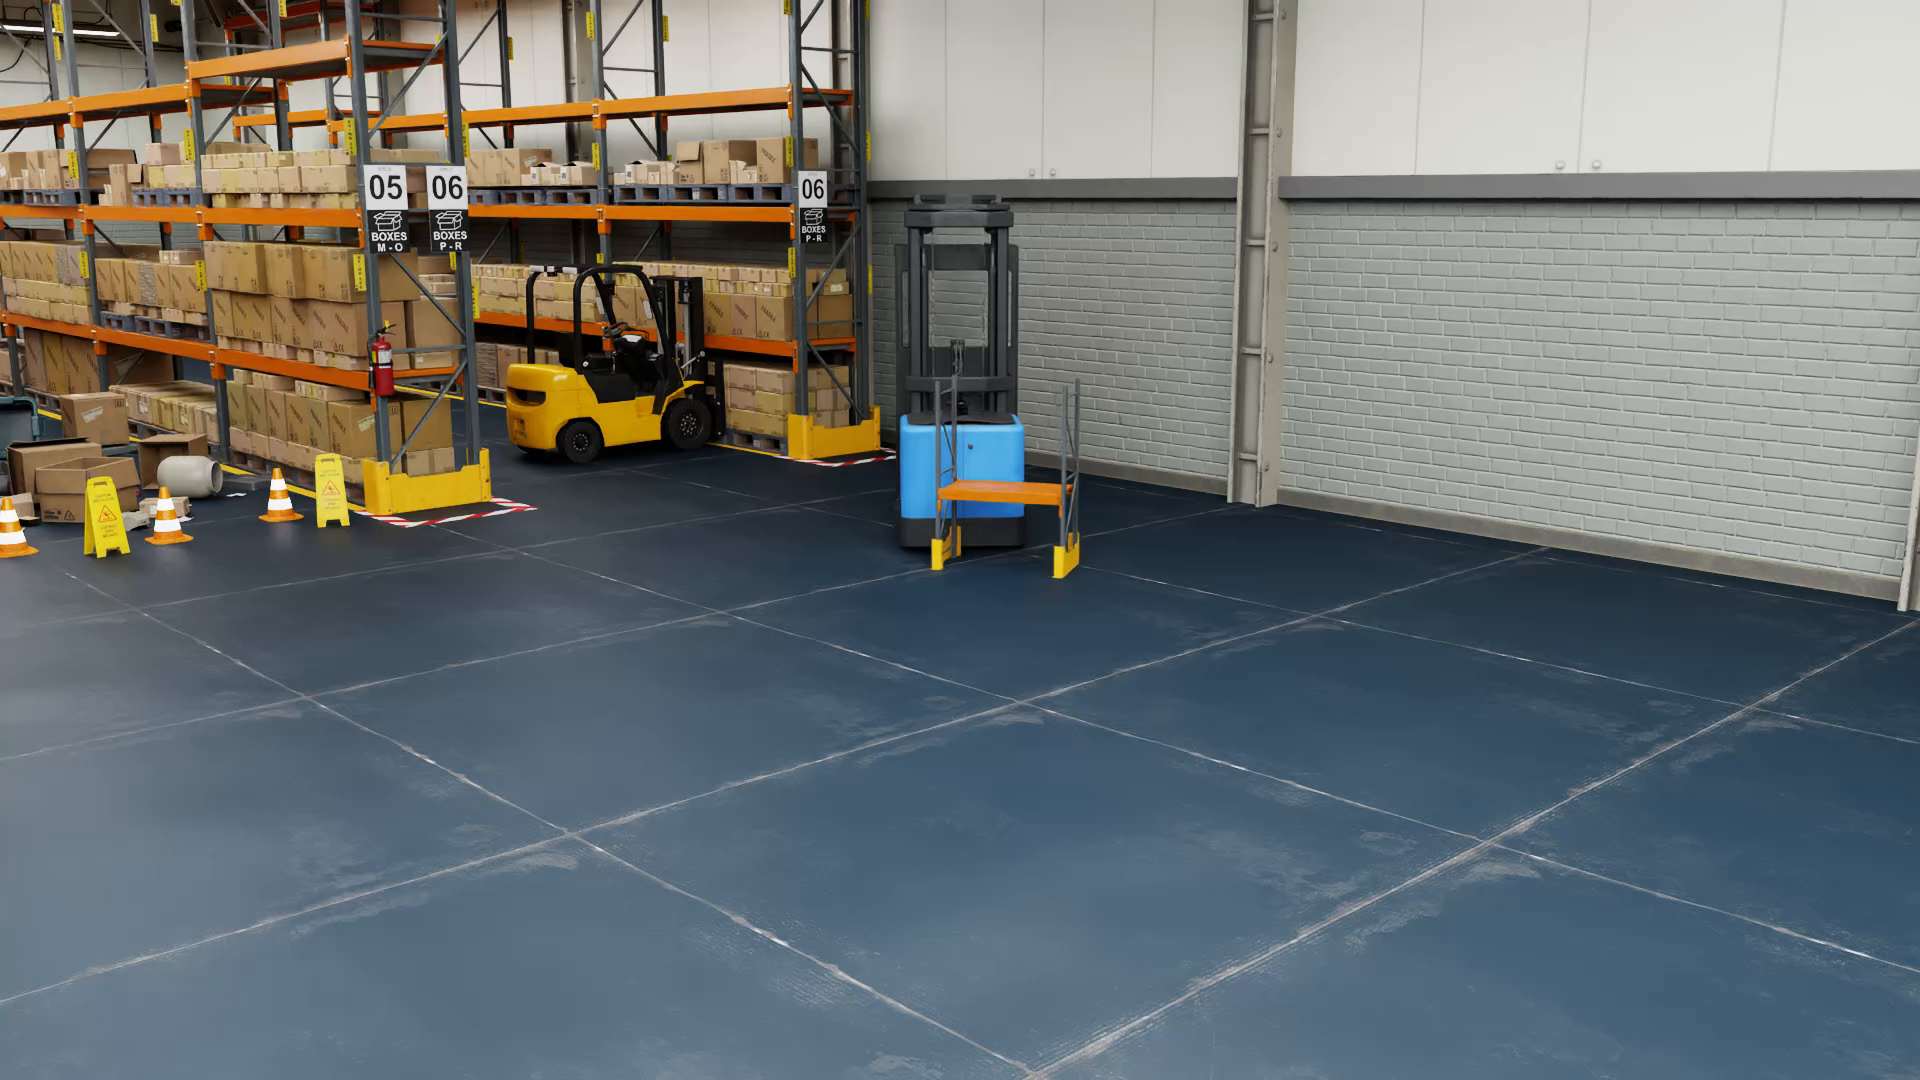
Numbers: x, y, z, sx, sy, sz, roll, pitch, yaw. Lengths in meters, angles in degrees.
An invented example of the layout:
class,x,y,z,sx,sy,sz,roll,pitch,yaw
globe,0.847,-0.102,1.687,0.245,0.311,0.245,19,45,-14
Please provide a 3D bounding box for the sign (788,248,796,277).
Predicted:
class,x,y,z,sx,sy,sz,roll,pitch,yaw
sign,-1.869,-3.092,18.527,0.100,0.325,0.005,-11,16,-43

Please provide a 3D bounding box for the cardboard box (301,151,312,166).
class,x,y,z,sx,sy,sz,roll,pitch,yaw
cardboard box,-6.143,-3.693,16.117,0.380,0.149,0.250,-11,16,-43

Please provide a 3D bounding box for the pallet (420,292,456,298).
class,x,y,z,sx,sy,sz,roll,pitch,yaw
pallet,-7.511,-3.645,25.144,1.213,0.211,1.003,-11,16,-43

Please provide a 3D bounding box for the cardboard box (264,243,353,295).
class,x,y,z,sx,sy,sz,roll,pitch,yaw
cardboard box,-6.580,-2.745,16.841,0.700,0.500,0.500,-11,16,-43

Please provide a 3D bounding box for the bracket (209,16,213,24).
class,x,y,z,sx,sy,sz,roll,pitch,yaw
bracket,-14.270,-10.049,31.964,0.235,0.232,0.430,-11,16,-43

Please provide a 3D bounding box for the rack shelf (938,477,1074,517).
class,x,y,z,sx,sy,sz,roll,pitch,yaw
rack shelf,0.378,-0.344,13.255,1.000,0.185,0.538,3,12,16

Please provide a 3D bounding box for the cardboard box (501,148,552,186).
class,x,y,z,sx,sy,sz,roll,pitch,yaw
cardboard box,-5.965,-5.134,22.928,0.500,0.500,0.500,-10,16,-41

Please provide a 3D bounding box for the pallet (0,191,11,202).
class,x,y,z,sx,sy,sz,roll,pitch,yaw
pallet,-13.899,-5.088,24.458,1.003,0.211,1.213,-11,16,-43

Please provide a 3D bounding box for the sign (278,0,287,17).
class,x,y,z,sx,sy,sz,roll,pitch,yaw
sign,-7.412,-5.881,18.145,0.100,0.325,0.005,-11,16,-43

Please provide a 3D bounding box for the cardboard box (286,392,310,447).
class,x,y,z,sx,sy,sz,roll,pitch,yaw
cardboard box,-6.503,-1.247,16.945,0.500,0.500,0.500,11,16,44

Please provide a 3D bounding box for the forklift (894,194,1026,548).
class,x,y,z,sx,sy,sz,roll,pitch,yaw
forklift,-0.041,-1.616,14.993,1.130,2.935,3.031,-1,12,-3

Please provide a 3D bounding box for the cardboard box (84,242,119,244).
class,x,y,z,sx,sy,sz,roll,pitch,yaw
cardboard box,-11.785,-3.825,22.817,0.500,0.500,0.500,-11,16,-42

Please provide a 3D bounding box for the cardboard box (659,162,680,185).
class,x,y,z,sx,sy,sz,roll,pitch,yaw
cardboard box,-3.424,-4.465,20.260,0.258,0.266,0.396,11,16,44

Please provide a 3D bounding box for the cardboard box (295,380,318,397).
class,x,y,z,sx,sy,sz,roll,pitch,yaw
cardboard box,-6.451,-1.534,16.733,0.380,0.149,0.250,-10,15,-40

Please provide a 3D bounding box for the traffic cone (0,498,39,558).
class,x,y,z,sx,sy,sz,roll,pitch,yaw
traffic cone,-7.905,-0.118,13.838,0.336,0.463,0.334,-11,16,-43

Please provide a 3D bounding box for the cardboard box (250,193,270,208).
class,x,y,z,sx,sy,sz,roll,pitch,yaw
cardboard box,-6.952,-3.440,16.862,0.380,0.149,0.250,-11,16,-44

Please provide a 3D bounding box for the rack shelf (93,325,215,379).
class,x,y,z,sx,sy,sz,roll,pitch,yaw
rack shelf,-9.198,-2.313,19.988,1.077,0.370,4.000,-11,16,-43

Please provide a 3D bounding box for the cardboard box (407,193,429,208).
class,x,y,z,sx,sy,sz,roll,pitch,yaw
cardboard box,-5.049,-3.230,15.842,0.380,0.149,0.250,-11,16,-42

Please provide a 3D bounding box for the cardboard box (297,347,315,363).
class,x,y,z,sx,sy,sz,roll,pitch,yaw
cardboard box,-6.401,-1.868,16.669,0.380,0.149,0.250,-11,16,-43

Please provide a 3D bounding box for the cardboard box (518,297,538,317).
class,x,y,z,sx,sy,sz,roll,pitch,yaw
cardboard box,-5.801,-3.253,23.139,0.500,0.250,0.500,-10,15,-41

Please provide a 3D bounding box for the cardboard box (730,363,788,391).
class,x,y,z,sx,sy,sz,roll,pitch,yaw
cardboard box,-2.368,-1.928,19.632,0.500,0.250,0.500,-11,16,-42

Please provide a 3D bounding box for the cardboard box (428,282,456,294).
class,x,y,z,sx,sy,sz,roll,pitch,yaw
cardboard box,-7.723,-3.775,24.881,0.380,0.149,0.250,-11,16,-42

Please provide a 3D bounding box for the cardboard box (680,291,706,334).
class,x,y,z,sx,sy,sz,roll,pitch,yaw
cardboard box,-3.058,-2.790,20.271,0.500,0.500,0.500,-11,16,-42

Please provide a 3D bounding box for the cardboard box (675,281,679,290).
class,x,y,z,sx,sy,sz,roll,pitch,yaw
cardboard box,-3.336,-3.158,20.453,0.250,0.149,0.380,11,16,43

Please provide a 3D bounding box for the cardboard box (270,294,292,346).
class,x,y,z,sx,sy,sz,roll,pitch,yaw
cardboard box,-6.650,-2.249,16.909,0.500,0.500,0.500,-11,16,-42

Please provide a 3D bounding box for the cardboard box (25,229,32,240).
class,x,y,z,sx,sy,sz,roll,pitch,yaw
cardboard box,-13.560,-4.515,24.559,0.380,0.149,0.250,-11,16,-42

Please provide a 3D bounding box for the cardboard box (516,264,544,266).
class,x,y,z,sx,sy,sz,roll,pitch,yaw
cardboard box,-6.225,-3.928,24.188,0.380,0.149,0.250,-11,16,-43

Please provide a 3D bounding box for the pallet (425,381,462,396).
class,x,y,z,sx,sy,sz,roll,pitch,yaw
pallet,-7.480,-2.398,25.528,1.003,0.211,1.213,-11,16,-43

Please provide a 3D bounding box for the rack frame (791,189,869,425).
class,x,y,z,sx,sy,sz,roll,pitch,yaw
rack frame,-1.467,-2.482,19.025,1.000,3.000,0.127,-11,16,-43

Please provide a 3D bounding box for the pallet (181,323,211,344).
class,x,y,z,sx,sy,sz,roll,pitch,yaw
pallet,-8.240,-2.411,19.158,1.003,0.211,1.213,-11,16,-43

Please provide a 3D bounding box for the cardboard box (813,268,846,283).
class,x,y,z,sx,sy,sz,roll,pitch,yaw
cardboard box,-1.545,-3.073,19.302,0.380,0.149,0.250,-11,16,-44

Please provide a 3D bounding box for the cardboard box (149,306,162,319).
class,x,y,z,sx,sy,sz,roll,pitch,yaw
cardboard box,-9.408,-2.724,19.781,0.380,0.149,0.250,-10,15,-41

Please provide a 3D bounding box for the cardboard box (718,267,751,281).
class,x,y,z,sx,sy,sz,roll,pitch,yaw
cardboard box,-2.638,-3.153,19.687,0.380,0.149,0.250,-10,16,-41

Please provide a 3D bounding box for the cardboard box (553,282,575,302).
class,x,y,z,sx,sy,sz,roll,pitch,yaw
cardboard box,-5.114,-3.347,22.358,0.500,0.250,0.500,11,16,44

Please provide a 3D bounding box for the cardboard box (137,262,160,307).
class,x,y,z,sx,sy,sz,roll,pitch,yaw
cardboard box,-9.360,-3.034,19.679,0.500,0.500,0.500,11,16,43

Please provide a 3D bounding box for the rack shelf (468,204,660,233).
class,x,y,z,sx,sy,sz,roll,pitch,yaw
rack shelf,-5.611,-4.474,23.045,1.077,0.370,4.000,-11,16,-43

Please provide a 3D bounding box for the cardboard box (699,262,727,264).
class,x,y,z,sx,sy,sz,roll,pitch,yaw
cardboard box,-3.072,-3.426,21.015,0.380,0.149,0.250,-11,16,-43

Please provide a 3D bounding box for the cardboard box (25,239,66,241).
class,x,y,z,sx,sy,sz,roll,pitch,yaw
cardboard box,-13.495,-4.183,24.556,0.500,0.500,0.500,-11,16,-42

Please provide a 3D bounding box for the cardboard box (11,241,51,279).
class,x,y,z,sx,sy,sz,roll,pitch,yaw
cardboard box,-12.874,-3.905,23.207,0.500,0.500,0.500,-11,16,-43

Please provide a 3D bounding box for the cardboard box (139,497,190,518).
class,x,y,z,sx,sy,sz,roll,pitch,yaw
cardboard box,-7.420,-0.303,15.514,0.380,0.149,0.250,-3,12,-13

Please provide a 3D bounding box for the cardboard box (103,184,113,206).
class,x,y,z,sx,sy,sz,roll,pitch,yaw
cardboard box,-10.308,-4.254,20.524,0.396,0.266,0.258,-11,16,-43

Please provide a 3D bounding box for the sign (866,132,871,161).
class,x,y,z,sx,sy,sz,roll,pitch,yaw
sign,-1.062,-4.494,18.997,0.100,0.325,0.005,-11,16,-43

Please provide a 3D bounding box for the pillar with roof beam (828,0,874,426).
class,x,y,z,sx,sy,sz,roll,pitch,yaw
pillar with roof beam,-4.410,-5.048,16.611,9.100,9.000,0.400,-11,16,-43

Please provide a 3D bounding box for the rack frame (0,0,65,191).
class,x,y,z,sx,sy,sz,roll,pitch,yaw
rack frame,-13.342,-6.479,23.560,1.000,3.000,0.127,-11,16,-43

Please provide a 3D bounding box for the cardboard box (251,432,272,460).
class,x,y,z,sx,sy,sz,roll,pitch,yaw
cardboard box,-7.228,-1.032,17.762,0.500,0.250,0.500,-10,15,-39

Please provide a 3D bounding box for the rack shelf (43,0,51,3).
class,x,y,z,sx,sy,sz,roll,pitch,yaw
rack shelf,-11.960,-7.463,21.881,1.077,0.370,4.000,-11,16,-43

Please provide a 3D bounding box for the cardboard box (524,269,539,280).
class,x,y,z,sx,sy,sz,roll,pitch,yaw
cardboard box,-5.769,-3.662,22.895,0.250,0.149,0.380,11,16,44

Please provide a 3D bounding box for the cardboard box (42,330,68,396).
class,x,y,z,sx,sy,sz,roll,pitch,yaw
cardboard box,-12.226,-2.496,23.318,0.875,0.875,0.875,-10,15,-41

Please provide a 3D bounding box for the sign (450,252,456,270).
class,x,y,z,sx,sy,sz,roll,pitch,yaw
sign,-7.378,-4.101,24.209,0.100,0.325,0.005,-11,16,-43

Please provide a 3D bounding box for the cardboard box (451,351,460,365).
class,x,y,z,sx,sy,sz,roll,pitch,yaw
cardboard box,-7.439,-2.663,25.056,0.500,0.500,0.500,-10,15,-41

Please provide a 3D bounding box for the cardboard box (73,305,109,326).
class,x,y,z,sx,sy,sz,roll,pitch,yaw
cardboard box,-11.116,-2.921,21.530,0.500,0.250,0.500,11,16,43

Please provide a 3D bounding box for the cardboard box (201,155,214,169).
class,x,y,z,sx,sy,sz,roll,pitch,yaw
cardboard box,-7.835,-4.019,17.697,0.380,0.149,0.250,-11,16,-44

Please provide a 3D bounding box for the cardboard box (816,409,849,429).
class,x,y,z,sx,sy,sz,roll,pitch,yaw
cardboard box,-1.665,-1.440,19.740,0.500,0.250,0.500,-11,16,-42

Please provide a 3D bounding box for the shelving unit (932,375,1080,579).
class,x,y,z,sx,sy,sz,roll,pitch,yaw
shelving unit,0.369,-0.521,13.221,1.083,1.500,0.587,3,12,16

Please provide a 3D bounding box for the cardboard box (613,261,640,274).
class,x,y,z,sx,sy,sz,roll,pitch,yaw
cardboard box,-4.224,-3.490,21.326,0.380,0.149,0.250,-10,16,-41
